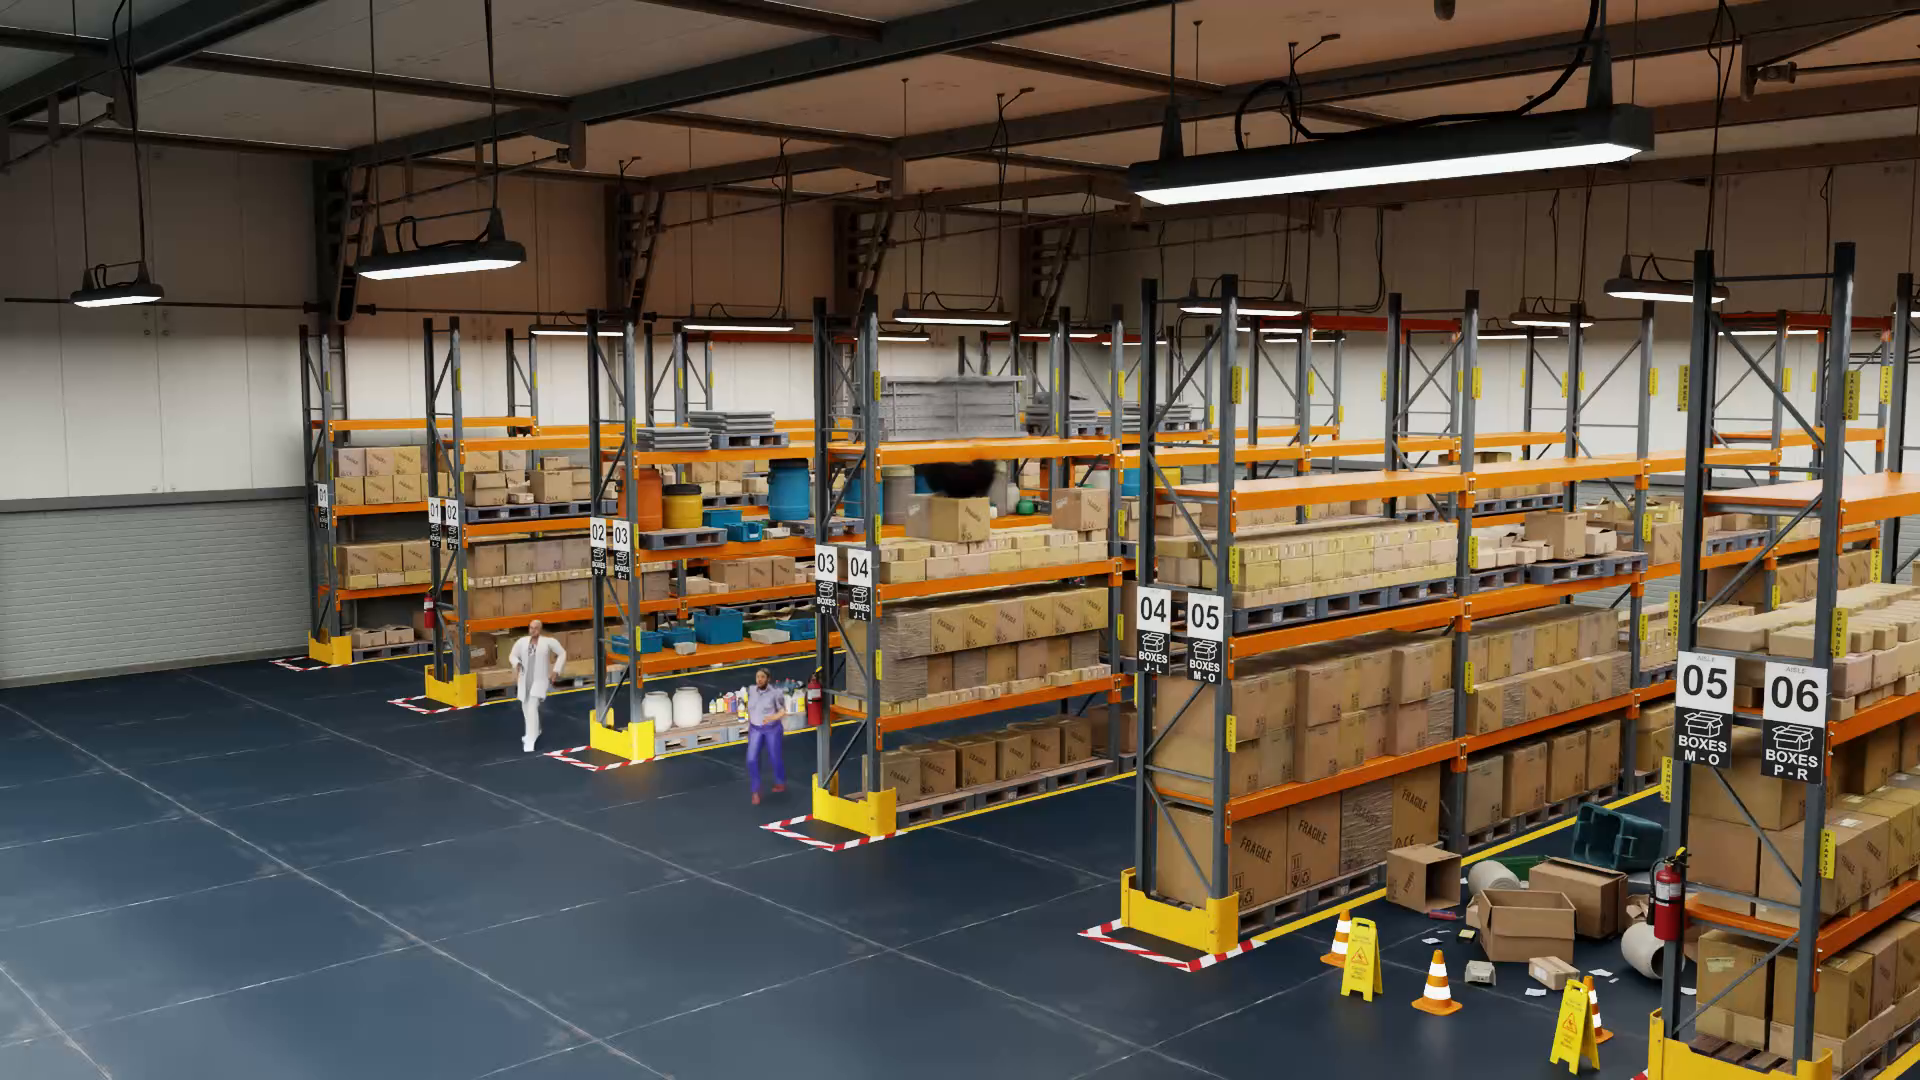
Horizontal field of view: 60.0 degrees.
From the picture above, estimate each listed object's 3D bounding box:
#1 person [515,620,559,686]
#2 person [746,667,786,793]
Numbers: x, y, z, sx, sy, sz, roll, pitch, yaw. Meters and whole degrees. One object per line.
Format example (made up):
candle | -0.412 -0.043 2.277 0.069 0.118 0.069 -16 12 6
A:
person | -5.835 1.543 22.707 0.696 0.906 0.609 1 6 11
person | -2.338 2.278 20.046 0.537 1.497 0.814 1 6 9
